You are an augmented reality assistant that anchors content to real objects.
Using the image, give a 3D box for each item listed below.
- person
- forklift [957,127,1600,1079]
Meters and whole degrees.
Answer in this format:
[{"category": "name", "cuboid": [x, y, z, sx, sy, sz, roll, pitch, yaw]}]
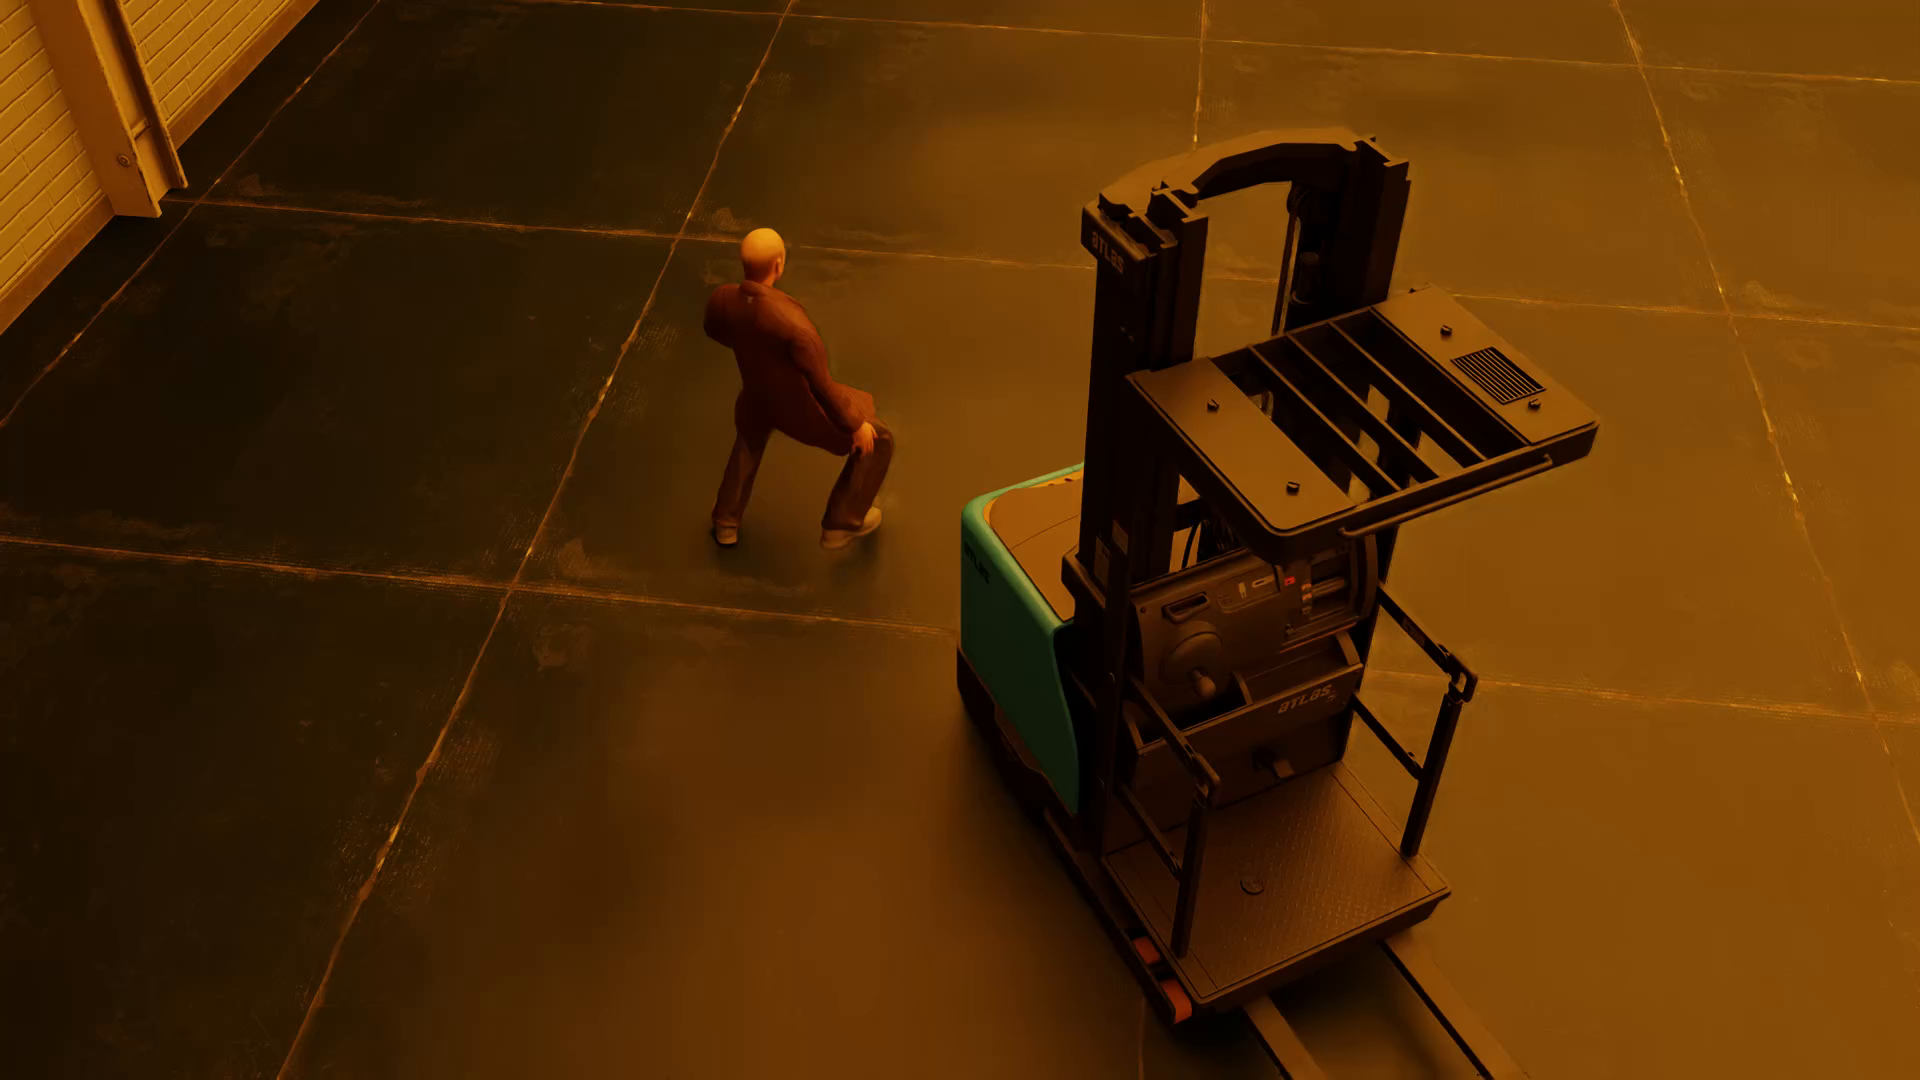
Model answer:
[{"category": "person", "cuboid": [-0.779, -0.658, 7.414, 0.990, 1.658, 0.671, 30, 51, 29]}, {"category": "forklift", "cuboid": [1.088, 0.314, 5.383, 1.130, 2.935, 3.031, -18, 46, -19]}]
